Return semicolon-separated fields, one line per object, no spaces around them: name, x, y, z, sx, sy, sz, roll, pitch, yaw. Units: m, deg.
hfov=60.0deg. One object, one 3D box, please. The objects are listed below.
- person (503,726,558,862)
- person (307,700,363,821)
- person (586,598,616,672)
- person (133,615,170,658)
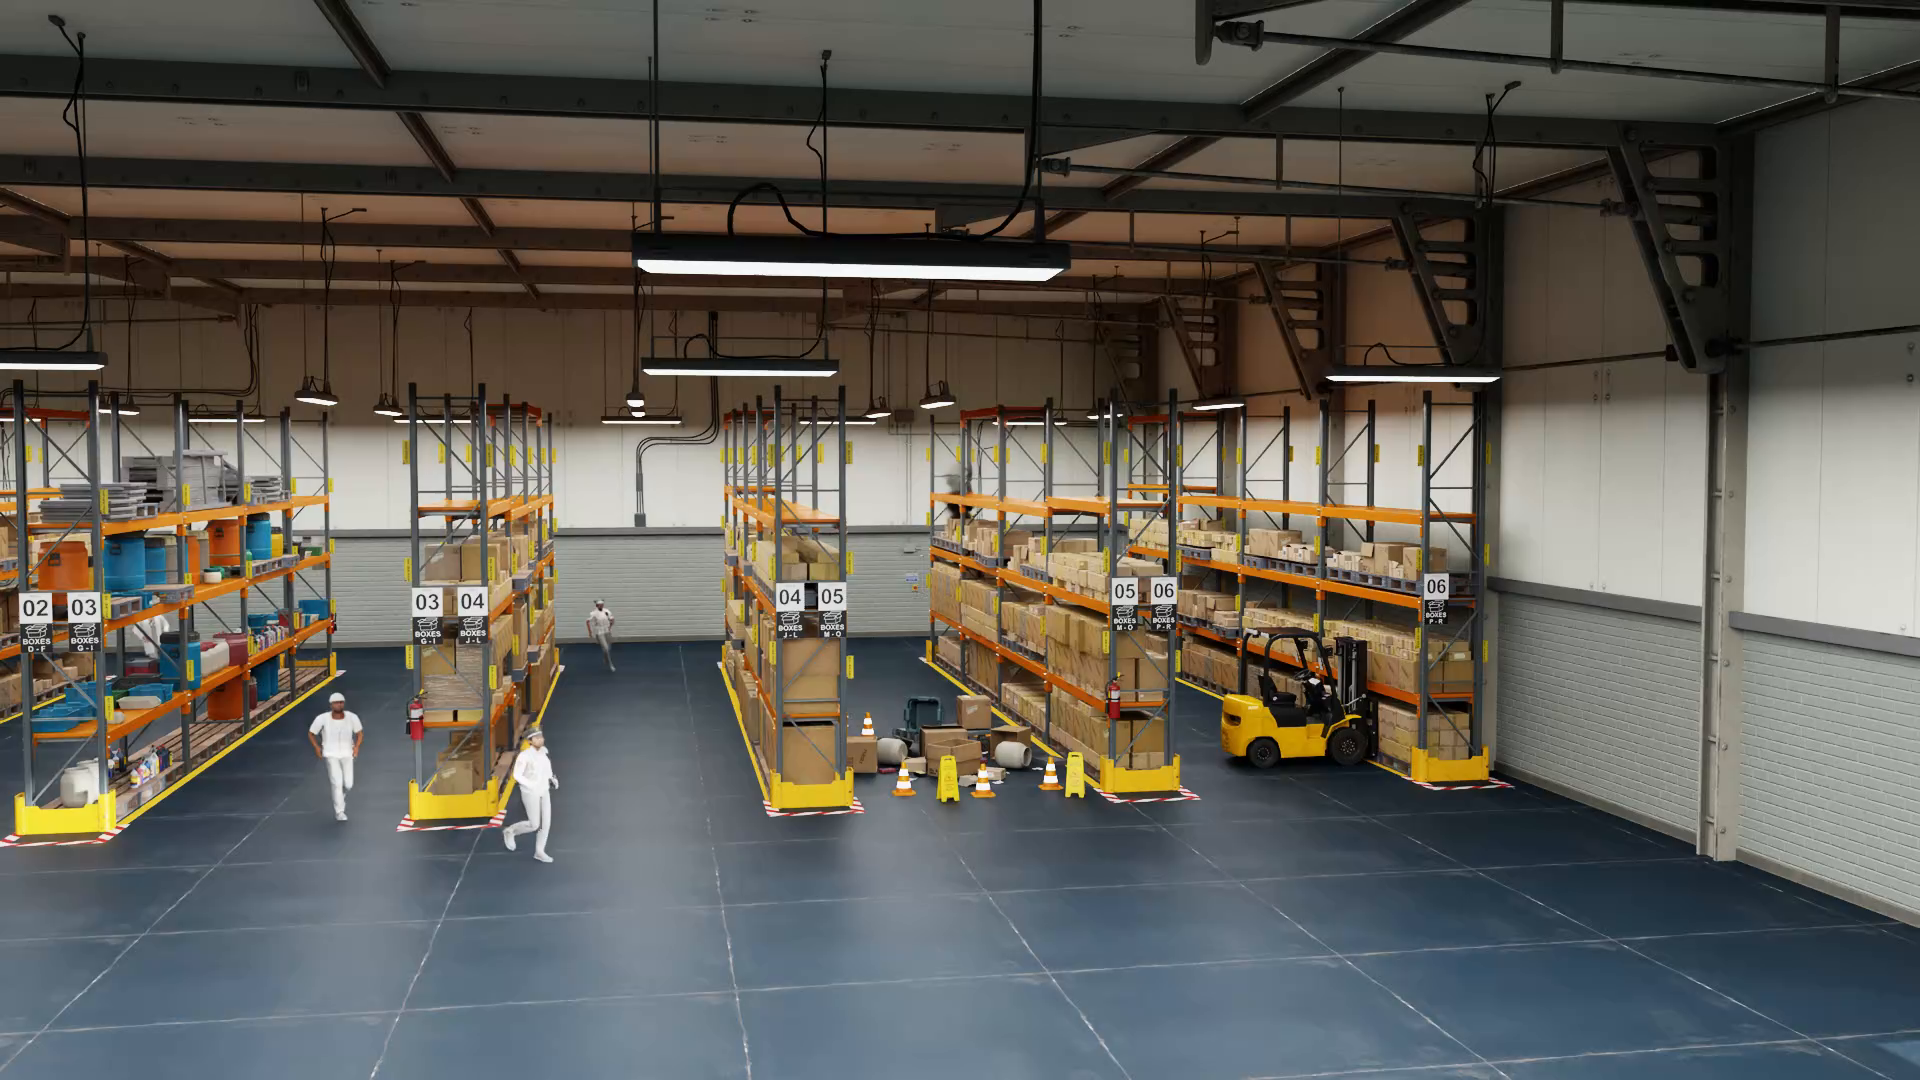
person;-5.307;3.137;20.659;0.683;1.678;0.622;2;3;31
person;-8.613;2.984;22.970;0.724;1.698;0.713;-2;3;-32
person;-8.321;2.196;38.697;0.660;1.697;0.819;-2;3;-32
person;-17.928;2.279;36.910;0.740;1.720;0.693;-2;4;-40
